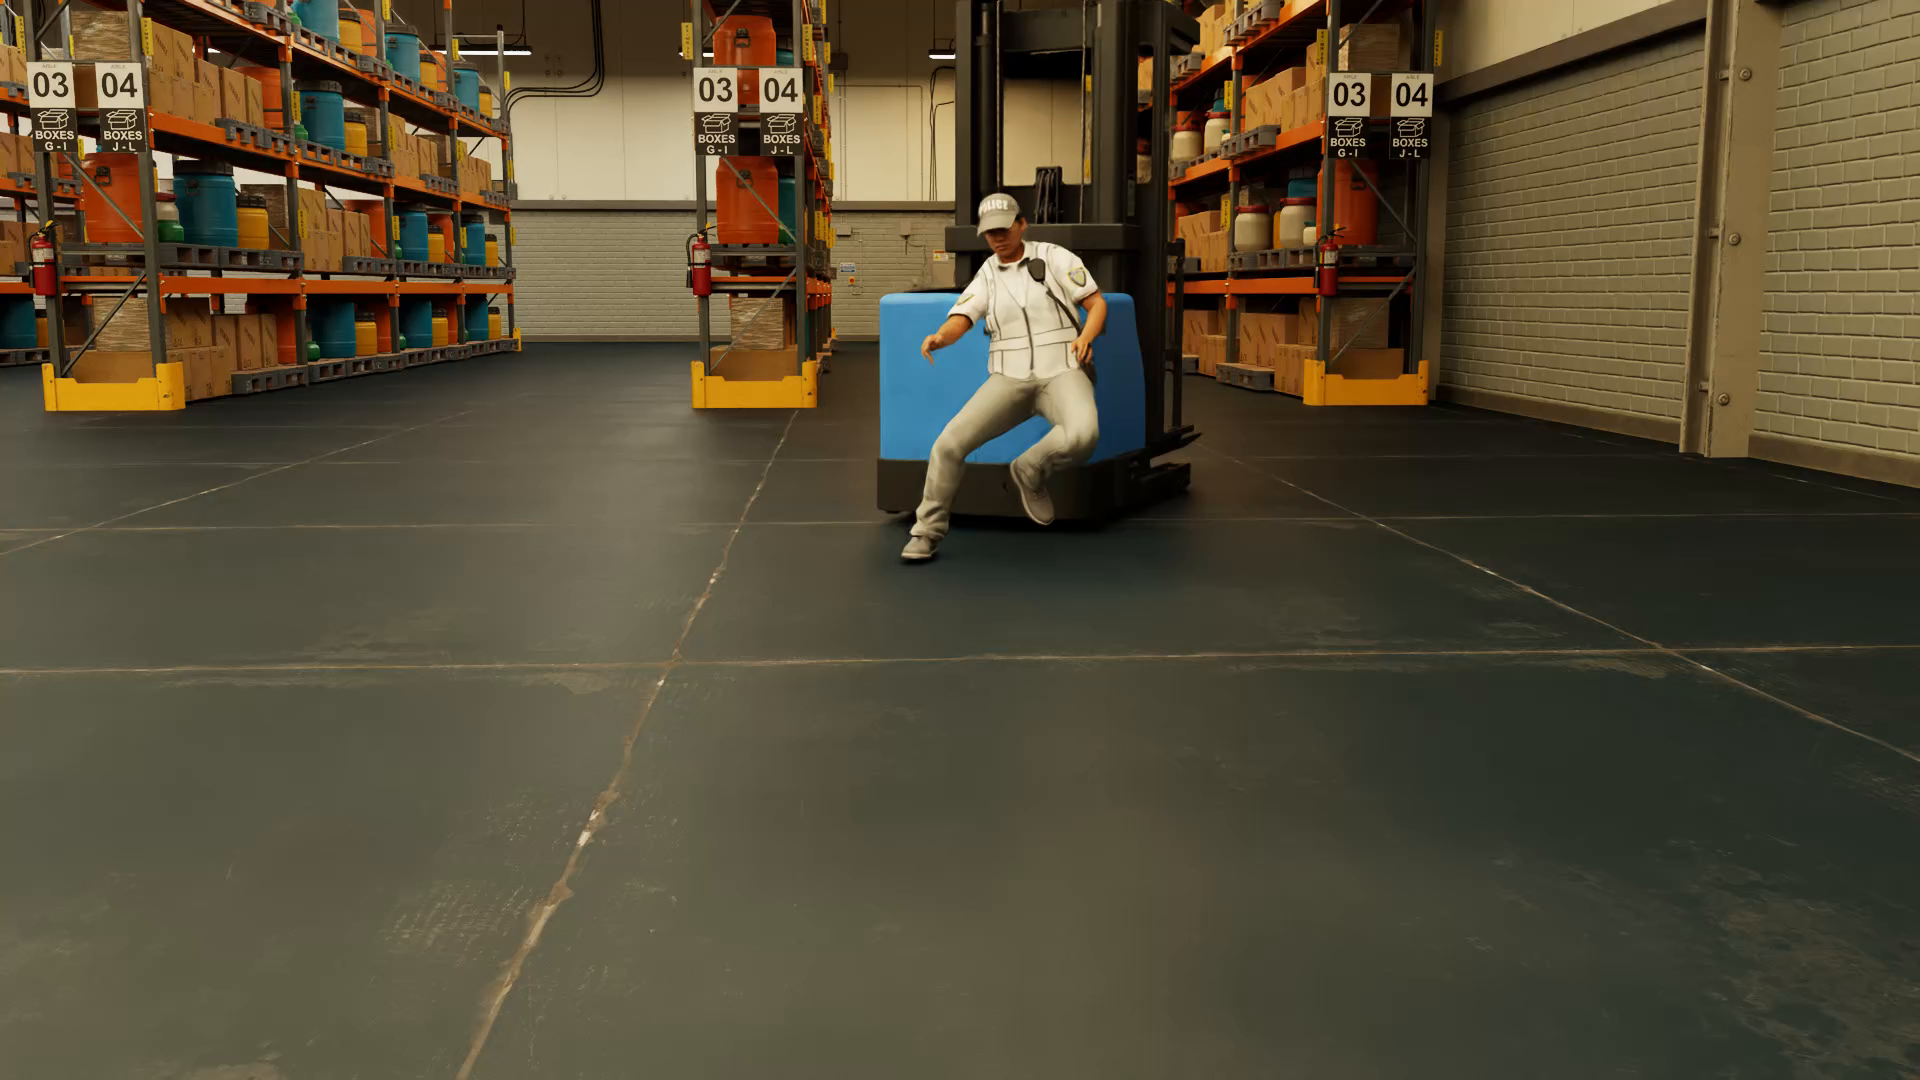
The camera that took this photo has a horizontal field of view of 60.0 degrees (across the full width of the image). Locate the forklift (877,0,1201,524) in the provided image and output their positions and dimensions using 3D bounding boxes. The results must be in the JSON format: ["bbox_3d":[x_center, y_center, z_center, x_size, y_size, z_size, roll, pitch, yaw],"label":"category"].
[{"bbox_3d":[0.617,-1.699,8.772,1.130,2.935,3.031,3,9,21],"label":"forklift"}]

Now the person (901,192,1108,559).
[{"bbox_3d":[0.185,-0.656,6.674,0.799,1.471,0.751,2,9,14],"label":"person"}]
